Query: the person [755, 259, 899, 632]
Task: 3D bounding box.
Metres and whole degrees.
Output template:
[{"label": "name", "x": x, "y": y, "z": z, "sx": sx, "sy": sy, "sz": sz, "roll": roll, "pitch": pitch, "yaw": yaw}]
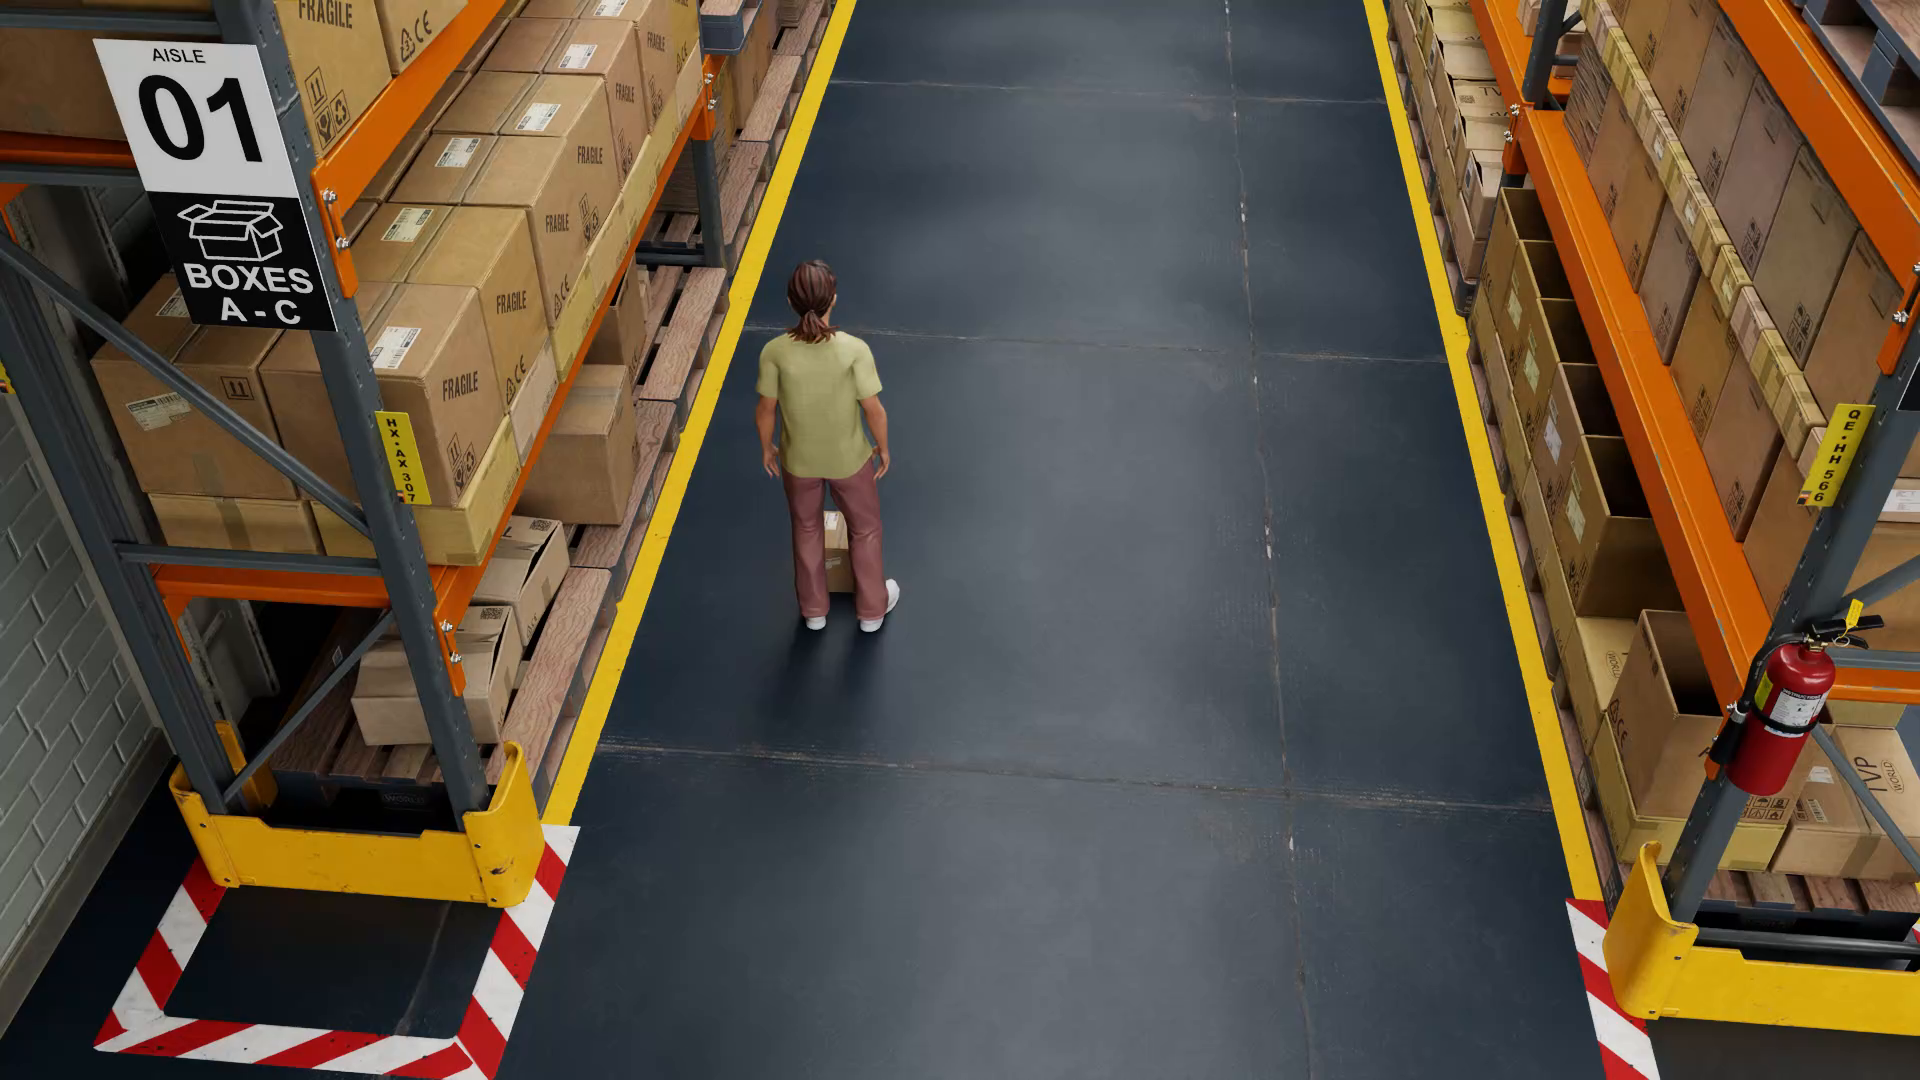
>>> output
[{"label": "person", "x": -0.525, "y": -0.334, "z": 6.552, "sx": 0.517, "sy": 1.673, "sz": 0.357, "roll": 2, "pitch": 40, "yaw": 2}]
